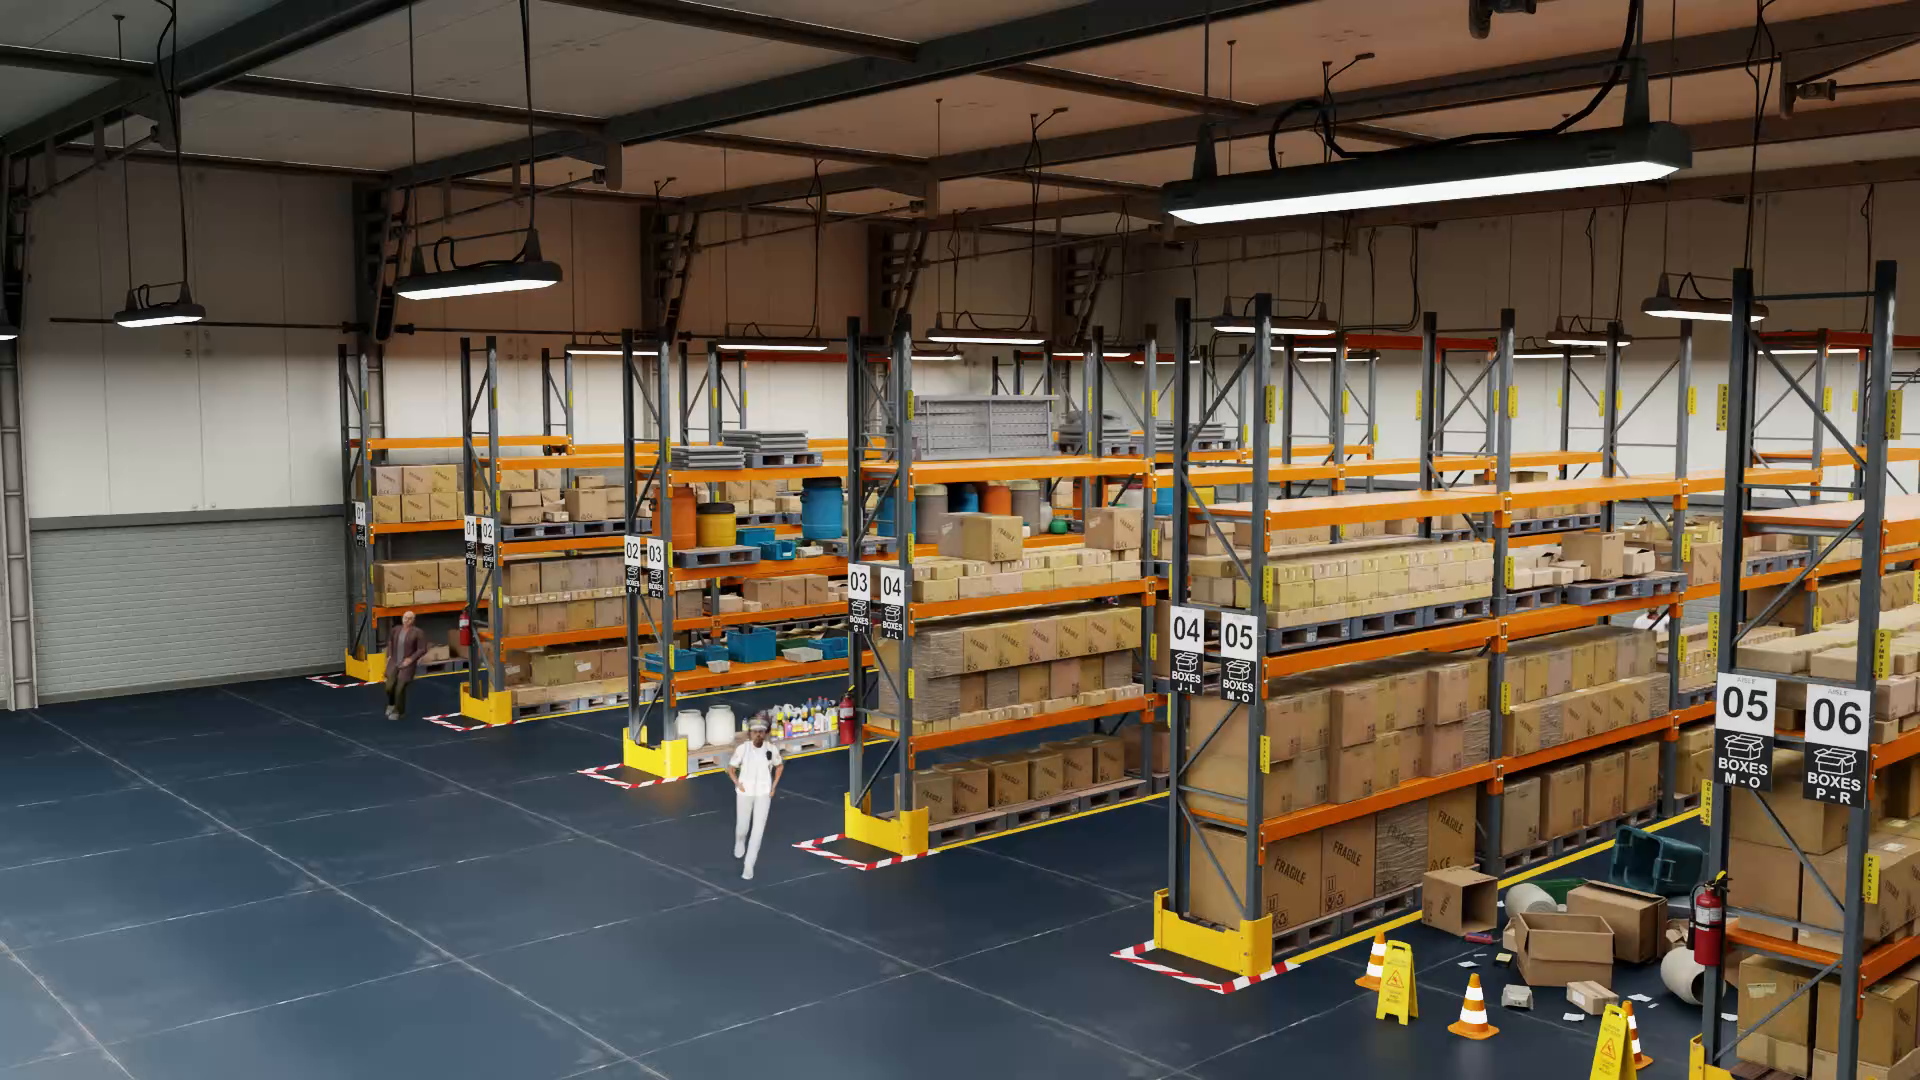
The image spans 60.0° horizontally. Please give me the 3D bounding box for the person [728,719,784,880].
[{"bbox_3d":[-2.200,2.736,17.940,0.605,1.685,0.788,-1,5,-8],"label":"person"}]

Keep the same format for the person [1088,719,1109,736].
[{"bbox_3d":[1.946,2.210,23.591,0.611,1.660,0.590,-5,7,-42],"label":"person"}]

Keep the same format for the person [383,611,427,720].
[{"bbox_3d":[-8.720,1.970,26.078,0.740,1.717,0.585,0,5,3],"label":"person"}]

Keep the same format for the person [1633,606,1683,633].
[{"bbox_3d":[11.511,1.841,27.574,0.651,1.763,0.716,-5,7,-44],"label":"person"}]
